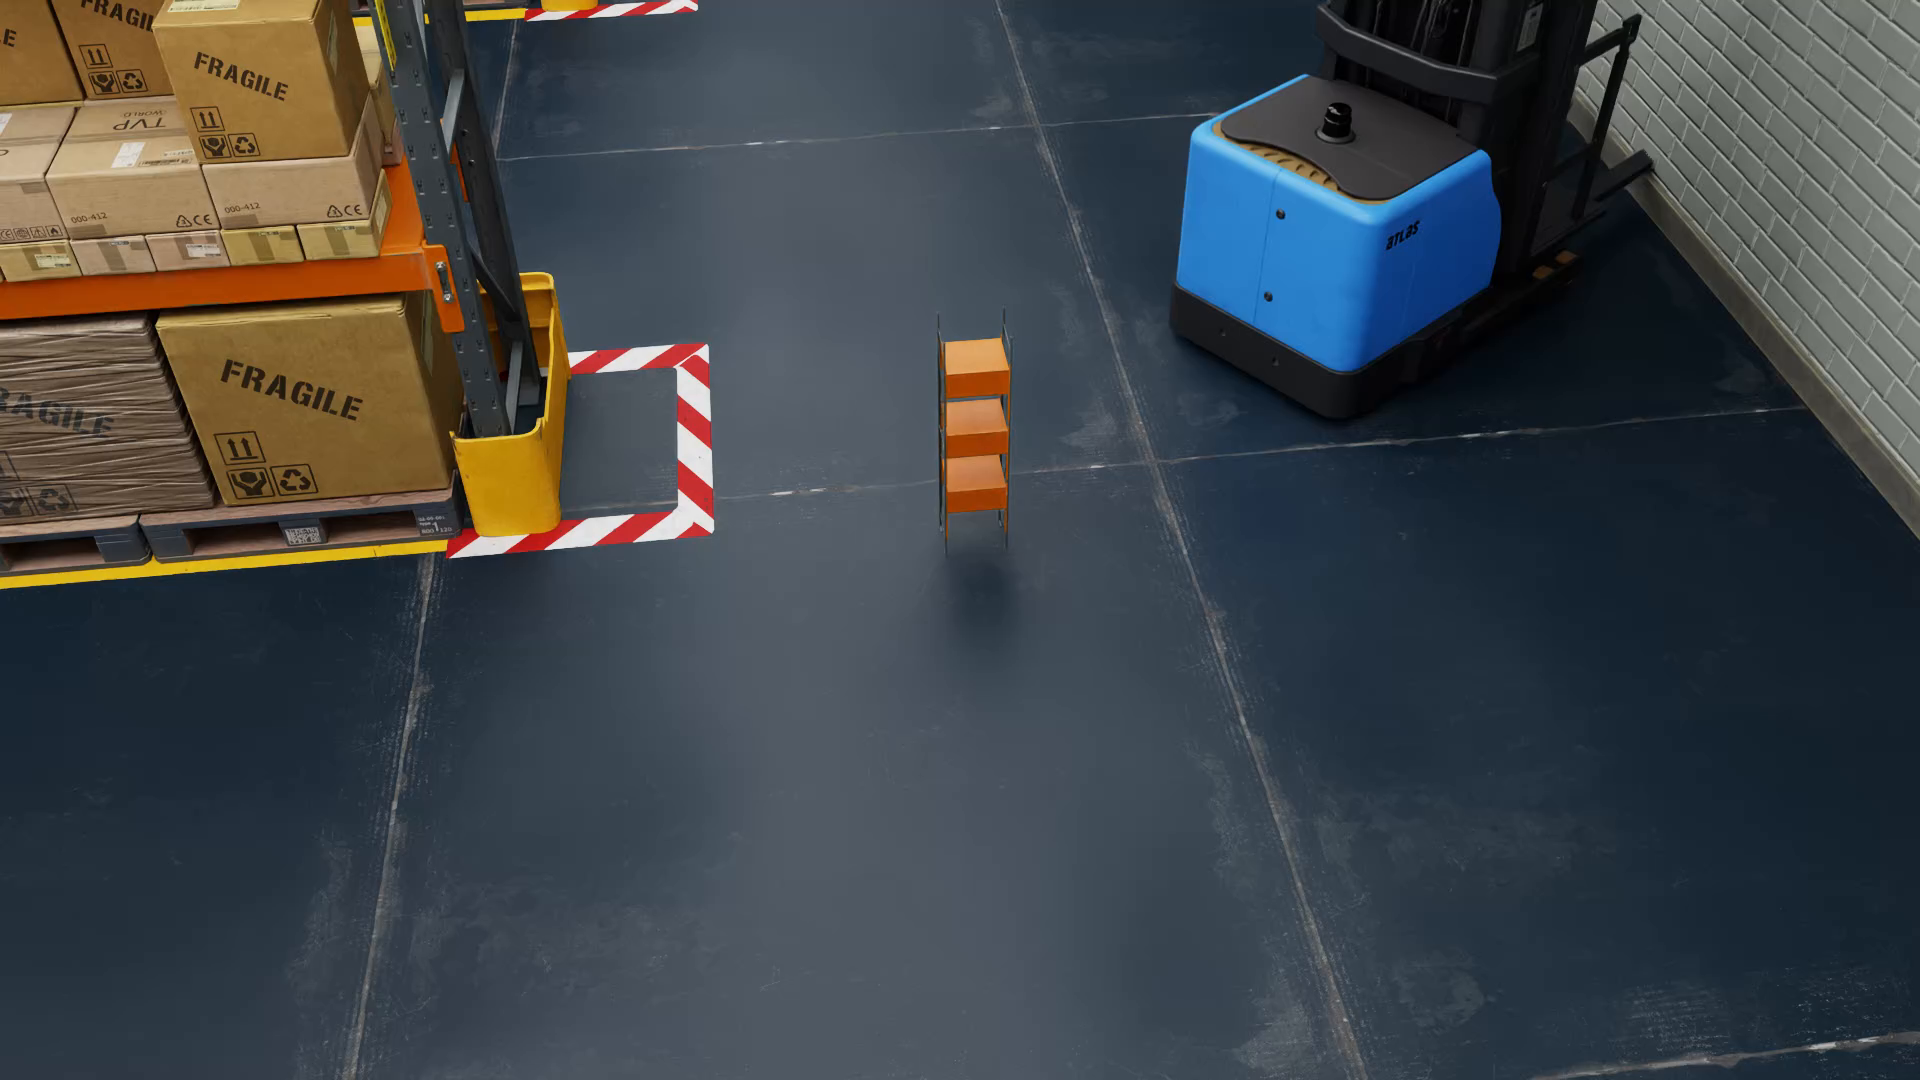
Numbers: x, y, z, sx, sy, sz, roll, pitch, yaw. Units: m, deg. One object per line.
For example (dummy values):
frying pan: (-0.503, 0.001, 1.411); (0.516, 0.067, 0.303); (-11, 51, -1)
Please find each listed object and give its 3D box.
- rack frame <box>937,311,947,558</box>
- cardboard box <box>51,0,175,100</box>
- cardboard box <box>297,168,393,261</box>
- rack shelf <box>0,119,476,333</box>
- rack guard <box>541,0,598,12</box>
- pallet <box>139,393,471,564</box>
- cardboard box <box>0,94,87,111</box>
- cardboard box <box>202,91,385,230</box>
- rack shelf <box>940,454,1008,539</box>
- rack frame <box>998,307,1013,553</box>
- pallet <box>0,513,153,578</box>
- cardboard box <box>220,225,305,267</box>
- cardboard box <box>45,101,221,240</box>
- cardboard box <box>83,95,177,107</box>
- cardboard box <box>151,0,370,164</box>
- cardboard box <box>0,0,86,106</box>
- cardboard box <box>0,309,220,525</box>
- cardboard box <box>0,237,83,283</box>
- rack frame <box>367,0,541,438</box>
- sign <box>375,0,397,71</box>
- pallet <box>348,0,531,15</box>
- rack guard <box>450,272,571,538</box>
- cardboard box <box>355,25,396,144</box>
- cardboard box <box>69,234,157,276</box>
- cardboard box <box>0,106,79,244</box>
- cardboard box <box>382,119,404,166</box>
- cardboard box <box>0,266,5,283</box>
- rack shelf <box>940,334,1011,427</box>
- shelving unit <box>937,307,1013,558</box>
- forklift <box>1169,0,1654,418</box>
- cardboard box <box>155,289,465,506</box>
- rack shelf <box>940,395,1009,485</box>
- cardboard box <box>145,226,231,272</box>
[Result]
rack frame: (-0.068, -0.384, 6.392); (0.008, 1.050, 0.200); (-5, 42, -6)
cardboard box: (-2.912, -1.947, 5.999); (0.500, 0.500, 0.500); (-6, 42, -7)
cardboard box: (-2.215, -1.177, 6.003); (0.250, 0.149, 0.380); (-4, 42, -5)
rack shelf: (-3.888, -1.079, 6.244); (4.000, 0.370, 1.077); (-5, 42, -6)
rack guard: (-2.525, -3.892, 10.691); (0.348, 0.500, 1.175); (-5, 42, -6)
pallet: (-2.688, -0.363, 6.995); (1.213, 0.211, 1.003); (-5, 42, -6)
cardboard box: (-3.429, -1.621, 6.198); (0.500, 0.250, 0.500); (-6, 42, -7)
cardboard box: (-2.351, -1.356, 5.904); (0.500, 0.250, 0.500); (-6, 42, -6)
rack shelf: (0.053, -0.180, 6.597); (0.240, 0.259, 0.215); (-5, 42, -6)
rack frame: (0.174, -0.405, 6.415); (0.008, 1.050, 0.200); (-5, 42, -6)
pallet: (-3.895, -0.259, 6.880); (1.213, 0.211, 1.003); (-5, 42, -6)
cardboard box: (-2.473, -1.153, 5.977); (0.250, 0.149, 0.380); (-5, 42, -5)
cardboard box: (-2.854, -1.313, 5.856); (0.500, 0.250, 0.500); (-6, 42, -6)
cardboard box: (-2.930, -1.663, 6.244); (0.500, 0.250, 0.500); (-5, 42, -6)
cardboard box: (-2.354, -1.636, 5.654); (0.500, 0.500, 0.500); (-5, 42, -5)
cardboard box: (-3.425, -1.898, 5.945); (0.500, 0.500, 0.500); (-6, 42, -7)
cardboard box: (-3.431, -0.699, 6.558); (0.875, 0.875, 0.875); (-5, 42, -6)
cardboard box: (-3.228, -1.087, 5.903); (0.250, 0.149, 0.380); (-6, 42, -6)
rack frame: (-1.905, -1.520, 6.195); (0.127, 3.000, 1.000); (-5, 42, -6)
sign: (-1.848, -1.676, 5.327); (0.005, 0.325, 0.100); (-5, 42, -6)
pallet: (-3.370, -3.728, 10.725); (1.213, 0.211, 1.003); (-5, 42, -6)
rack guard: (-1.881, -0.594, 7.035); (0.348, 0.500, 1.175); (-5, 42, -6)
cardboard box: (-2.416, -1.712, 6.299); (0.500, 0.250, 0.500); (-6, 42, -7)
cardboard box: (-2.971, -1.111, 5.930); (0.250, 0.149, 0.380); (-4, 42, -5)
cardboard box: (-3.359, -1.268, 5.806); (0.500, 0.250, 0.500); (-6, 42, -7)
cardboard box: (-2.300, -1.615, 6.488); (0.250, 0.149, 0.380); (-5, 42, -5)
cardboard box: (-3.485, -1.064, 5.878); (0.250, 0.149, 0.380); (-5, 42, -5)
rack shelf: (0.053, -0.597, 6.221); (0.240, 0.259, 0.215); (-5, 42, -6)
shelving unit: (0.053, -0.394, 6.404); (0.252, 1.050, 0.215); (-5, 42, -6)
forklift: (2.402, -2.476, 7.307); (3.031, 2.935, 1.130); (-31, 51, -30)
cardboard box: (-2.529, -0.778, 6.646); (0.875, 0.875, 0.875); (-5, 42, -6)
rack shelf: (0.053, -0.387, 6.411); (0.240, 0.259, 0.215); (-5, 42, -6)
cardboard box: (-2.723, -1.132, 5.953); (0.250, 0.149, 0.380); (-5, 42, -5)
